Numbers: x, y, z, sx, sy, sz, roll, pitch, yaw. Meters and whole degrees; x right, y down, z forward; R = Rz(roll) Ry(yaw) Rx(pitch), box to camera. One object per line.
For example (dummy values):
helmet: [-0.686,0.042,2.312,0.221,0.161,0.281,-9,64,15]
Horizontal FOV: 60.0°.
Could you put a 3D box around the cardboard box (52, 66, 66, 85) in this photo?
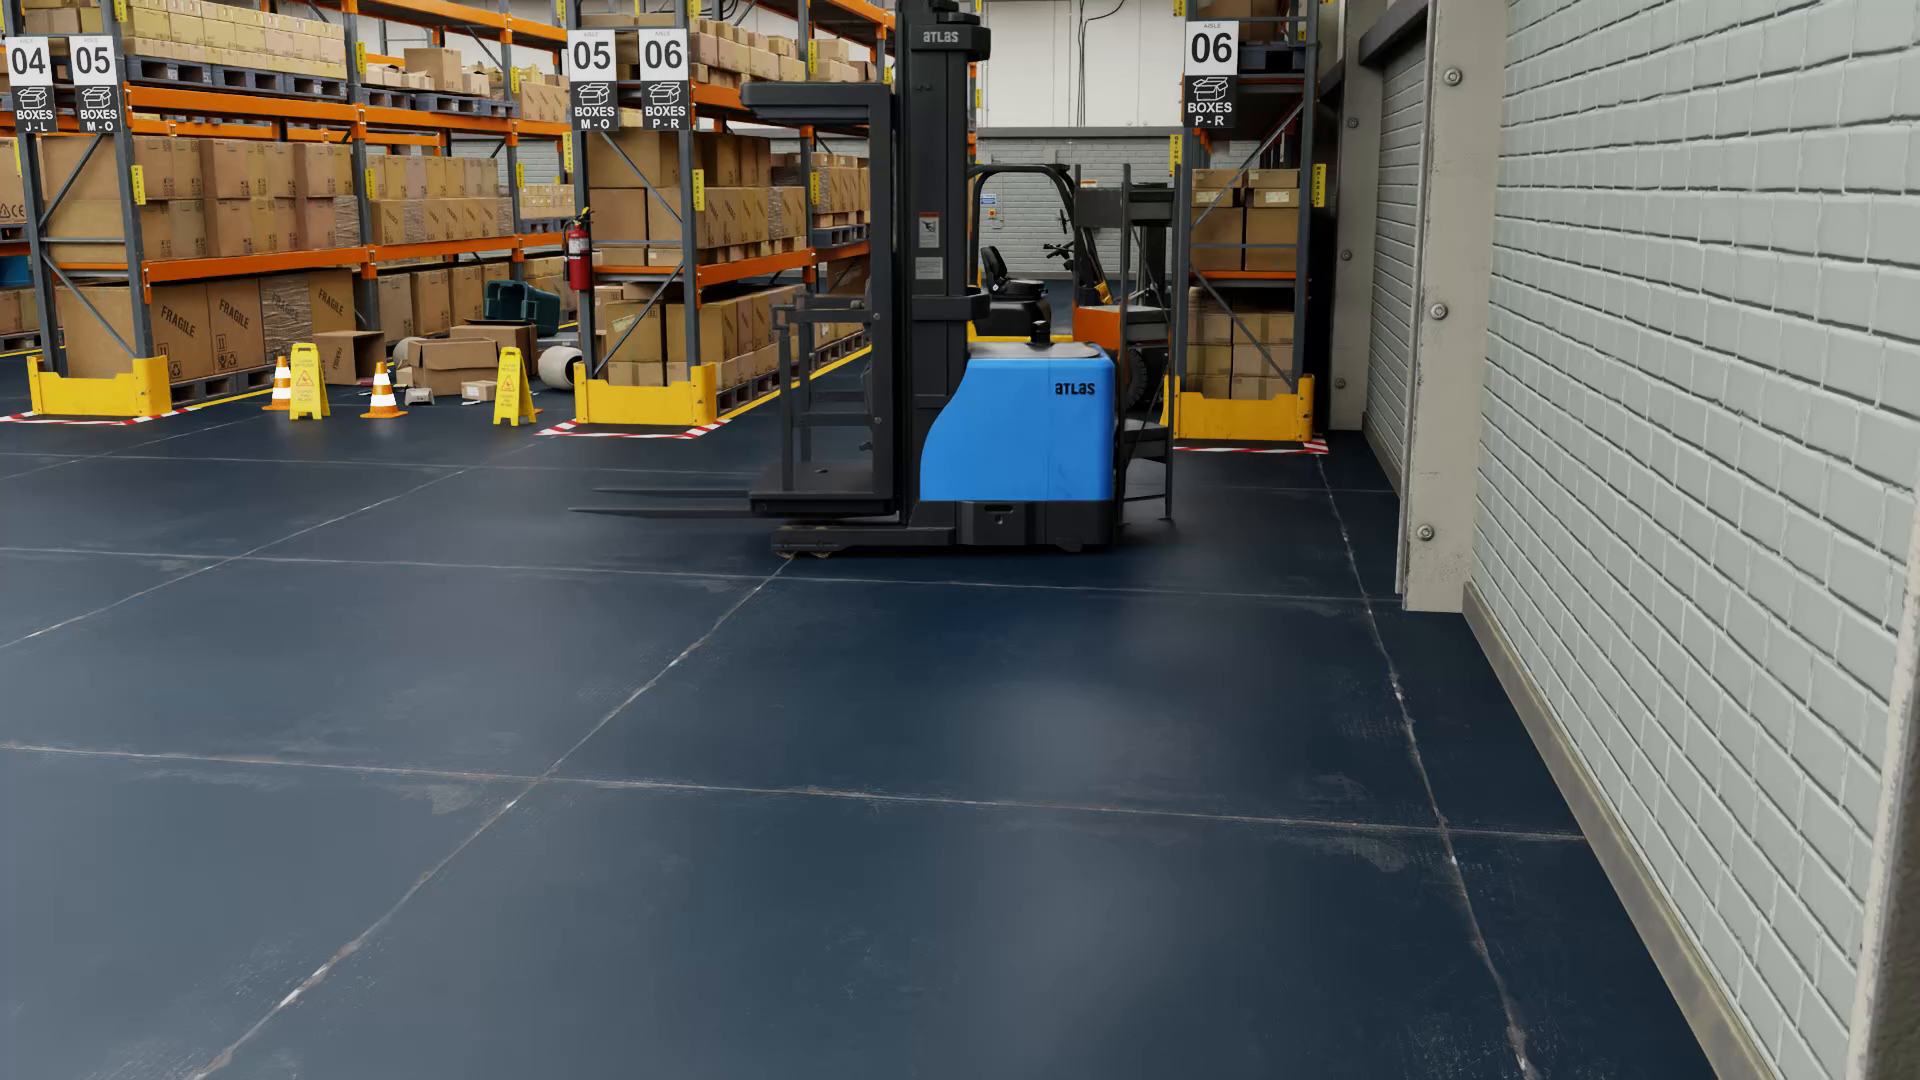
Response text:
cardboard box: [-11.229,-5.889,21.157,0.500,0.500,0.500,2,12,10]

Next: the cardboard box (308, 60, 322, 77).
cardboard box: [-6.790,-4.838,17.062,0.380,0.149,0.250,2,12,10]

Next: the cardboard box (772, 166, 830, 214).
cardboard box: [-1.711,-3.781,17.977,0.500,0.500,0.500,2,12,10]

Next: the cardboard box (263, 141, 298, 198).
cardboard box: [-7.252,-3.732,16.770,0.875,0.550,0.550,2,12,9]

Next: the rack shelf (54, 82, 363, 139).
rack shelf: [-7.280,-4.131,16.128,1.077,0.370,4.000,2,12,9]

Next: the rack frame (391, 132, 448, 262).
rack frame: [-10.013,-6.112,30.734,1.000,3.000,0.127,2,12,9]

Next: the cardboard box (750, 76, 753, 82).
cardboard box: [-2.114,-4.188,15.281,0.380,0.149,0.250,2,12,7]

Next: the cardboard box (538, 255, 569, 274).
cardboard box: [-5.846,-3.959,23.899,0.500,0.250,0.500,2,12,9]

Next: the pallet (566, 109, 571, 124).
pallet: [-6.099,-6.131,24.149,1.213,0.211,1.003,2,12,9]

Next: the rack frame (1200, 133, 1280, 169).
rack frame: [3.454,-3.966,20.774,1.000,3.000,0.127,2,12,9]

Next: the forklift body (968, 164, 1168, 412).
forklift body: [0.713,-2.339,15.242,2.313,2.155,1.214,2,12,9]

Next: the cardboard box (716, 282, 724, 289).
cardboard box: [-2.579,-2.593,16.614,0.380,0.149,0.250,2,12,11]

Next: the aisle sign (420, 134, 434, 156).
aisle sign: [-9.705,-7.388,30.485,0.394,0.787,0.004,2,12,9]

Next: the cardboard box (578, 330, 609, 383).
cardboard box: [-3.575,-1.893,17.086,0.500,0.500,0.500,-10,16,-40]

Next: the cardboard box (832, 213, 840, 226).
cardboard box: [-1.573,-3.646,18.889,0.380,0.149,0.250,2,12,10]

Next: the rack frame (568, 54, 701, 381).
rack frame: [-2.681,-2.460,13.790,1.000,3.000,0.127,2,12,9]

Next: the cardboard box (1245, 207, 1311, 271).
cardboard box: [2.574,-2.443,13.473,0.500,0.500,0.500,2,12,10]

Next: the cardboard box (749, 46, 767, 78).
cardboard box: [-2.101,-4.414,15.383,0.500,0.250,0.500,2,12,10]

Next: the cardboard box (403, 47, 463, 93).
cardboard box: [-6.348,-5.663,20.061,0.500,0.500,0.500,2,12,9]

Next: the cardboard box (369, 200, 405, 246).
cardboard box: [-6.626,-3.582,18.757,0.500,0.500,0.500,2,12,9]

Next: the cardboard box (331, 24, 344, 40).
cardboard box: [-6.714,-5.333,17.470,0.380,0.149,0.250,2,12,8]

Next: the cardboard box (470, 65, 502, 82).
cardboard box: [-6.488,-6.354,22.684,0.396,0.266,0.258,2,12,9]

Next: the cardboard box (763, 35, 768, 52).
cardboard box: [-2.032,-4.681,15.678,0.380,0.149,0.250,2,12,9]

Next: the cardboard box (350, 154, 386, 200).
cardboard box: [-16.692,-4.627,18.836,19.980,1.510,4.215,3,12,12]

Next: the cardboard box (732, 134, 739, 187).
cardboard box: [-2.552,-3.682,16.143,0.700,0.500,0.500,2,12,7]

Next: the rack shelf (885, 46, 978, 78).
rack shelf: [-0.528,-7.760,26.799,1.077,0.370,4.000,2,12,9]

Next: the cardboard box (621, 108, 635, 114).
cardboard box: [-5.431,-6.828,26.103,0.500,0.250,0.500,2,12,11]

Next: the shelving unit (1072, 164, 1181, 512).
shelving unit: [0.981,-1.180,9.985,0.431,2.100,0.499,-7,14,-30]

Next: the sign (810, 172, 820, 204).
sign: [-1.529,-3.700,17.488,0.100,0.325,0.005,2,12,9]

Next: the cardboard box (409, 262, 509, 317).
cardboard box: [-6.540,-3.247,21.782,1.050,0.750,0.750,2,12,8]

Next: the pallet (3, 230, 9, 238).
pallet: [-11.507,-3.940,21.109,1.003,0.211,1.213,2,12,9]

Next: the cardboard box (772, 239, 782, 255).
cardboard box: [-1.967,-2.882,16.342,0.380,0.149,0.250,2,12,8]

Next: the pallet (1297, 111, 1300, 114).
pallet: [3.438,-5.195,19.809,1.213,0.211,1.003,2,12,11]

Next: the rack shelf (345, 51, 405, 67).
rack shelf: [-10.320,-8.081,28.289,1.077,0.370,4.000,2,12,9]

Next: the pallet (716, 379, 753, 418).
pallet: [-2.510,-1.281,14.936,1.003,0.211,1.213,2,12,9]

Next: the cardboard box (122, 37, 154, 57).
cardboard box: [-7.218,-4.258,14.375,0.380,0.149,0.250,2,12,9]

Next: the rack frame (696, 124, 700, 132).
rack frame: [-5.127,-5.930,29.891,1.000,3.000,0.127,2,12,9]

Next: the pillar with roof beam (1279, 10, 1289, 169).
pillar with roof beam: [1.736,-9.235,30.986,9.100,9.000,0.400,2,12,9]

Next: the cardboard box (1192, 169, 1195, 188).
cardboard box: [2.078,-2.945,13.557,0.380,0.149,0.250,2,12,9]

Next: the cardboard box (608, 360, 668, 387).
cardboard box: [-2.819,-1.503,14.880,0.500,0.250,0.500,2,12,8]

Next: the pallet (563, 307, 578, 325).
pallet: [-6.046,-3.318,24.387,1.003,0.211,1.213,2,12,9]

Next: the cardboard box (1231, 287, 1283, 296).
cardboard box: [2.954,-2.374,16.546,0.500,0.250,0.500,2,12,10]

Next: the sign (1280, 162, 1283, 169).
sign: [4.003,-4.514,20.572,0.100,0.325,0.005,2,12,9]

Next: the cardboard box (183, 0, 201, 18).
cardboard box: [-7.104,-4.804,15.016,0.380,0.149,0.250,2,12,9]

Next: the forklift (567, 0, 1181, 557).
forklift: [-0.451,-1.451,9.267,3.457,2.935,1.130,0,12,1]

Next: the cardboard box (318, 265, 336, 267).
cardboard box: [-10.707,-4.312,26.429,1.225,0.875,0.875,2,12,9]

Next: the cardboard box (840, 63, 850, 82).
cardboard box: [-1.503,-5.106,18.303,0.500,0.250,0.500,2,12,8]

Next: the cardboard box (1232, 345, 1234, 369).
cardboard box: [2.567,-1.602,14.149,0.500,0.250,0.500,2,12,8]

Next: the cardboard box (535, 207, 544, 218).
cardboard box: [-6.007,-4.546,23.068,0.380,0.149,0.250,3,12,11]

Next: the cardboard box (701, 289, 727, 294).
cardboard box: [-2.576,-2.187,16.271,0.500,0.500,0.500,3,12,12]

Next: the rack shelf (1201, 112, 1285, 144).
rack shelf: [3.147,-4.664,18.602,1.077,0.370,4.000,2,12,9]

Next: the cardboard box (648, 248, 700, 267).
cardboard box: [-2.425,-2.402,14.113,0.380,0.149,0.250,2,12,9]

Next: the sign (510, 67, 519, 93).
sign: [-5.811,-6.003,21.694,0.100,0.325,0.005,2,12,9]
